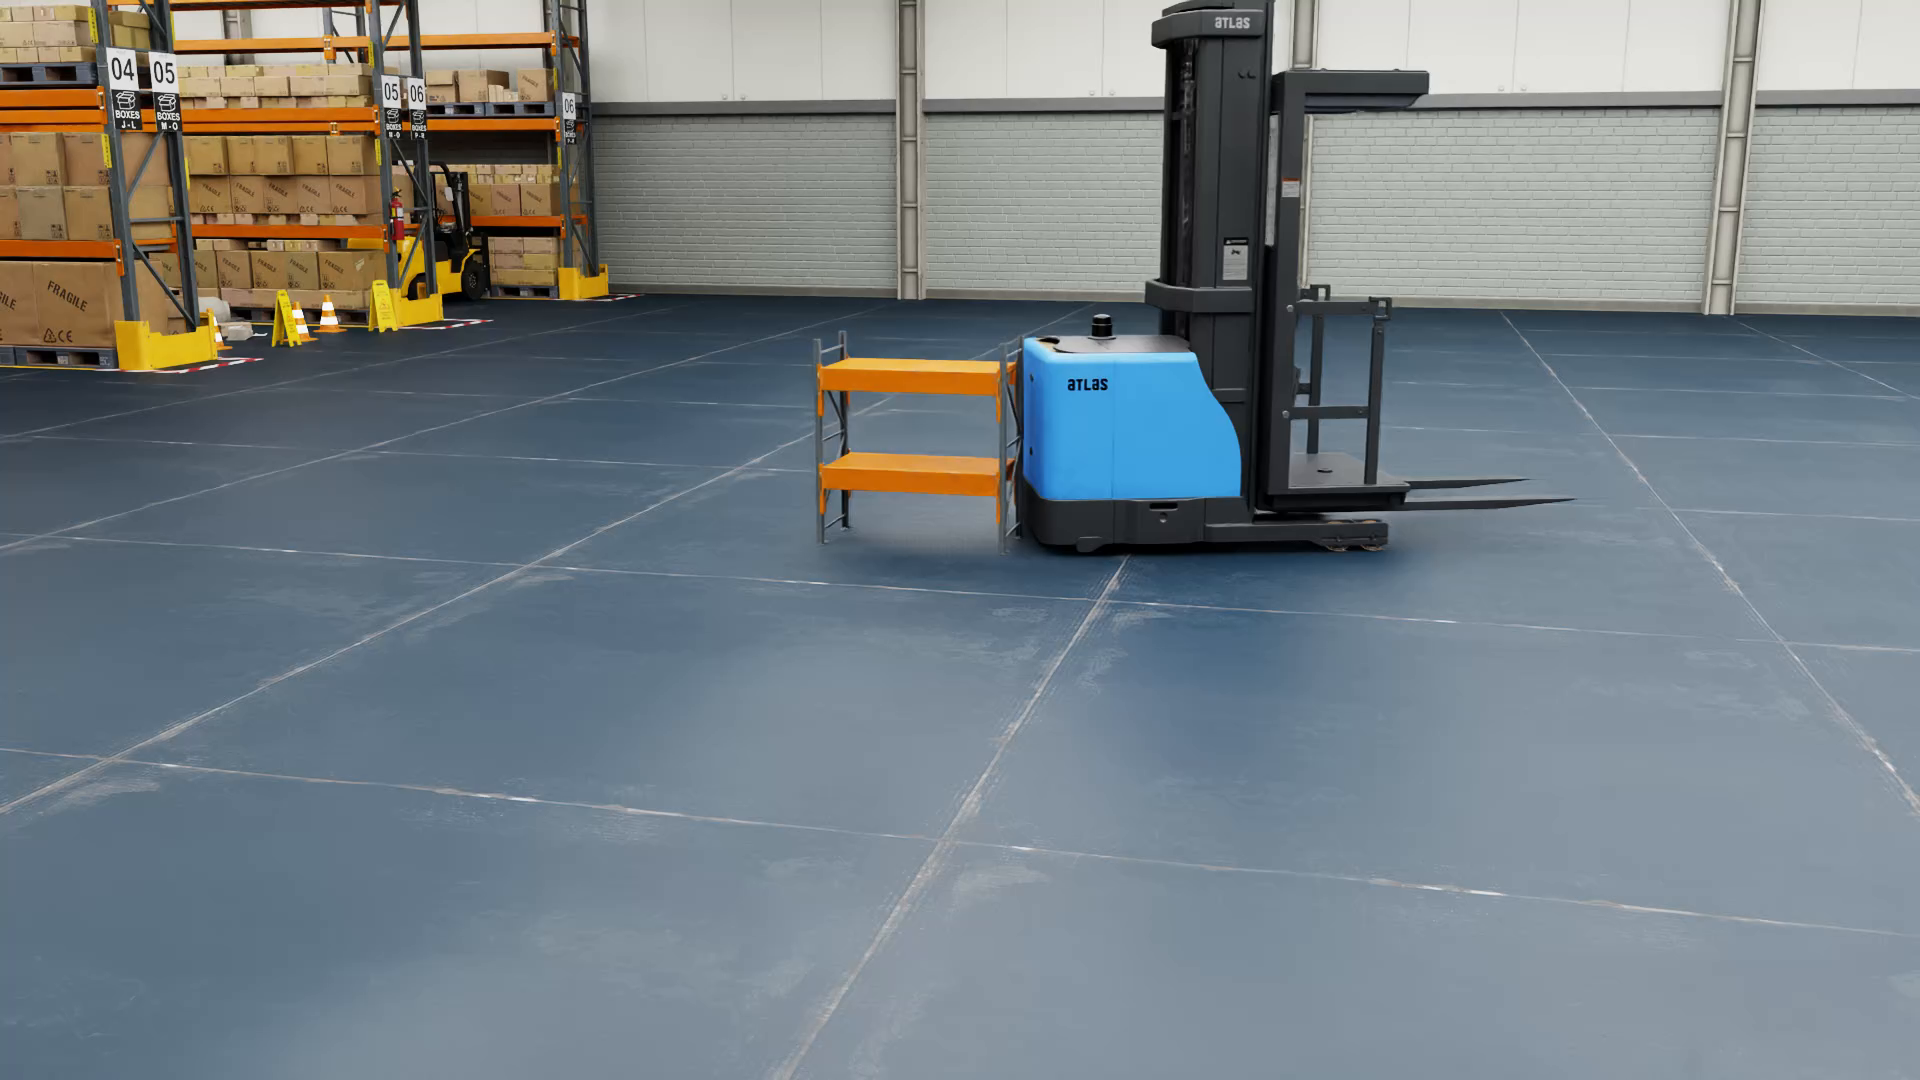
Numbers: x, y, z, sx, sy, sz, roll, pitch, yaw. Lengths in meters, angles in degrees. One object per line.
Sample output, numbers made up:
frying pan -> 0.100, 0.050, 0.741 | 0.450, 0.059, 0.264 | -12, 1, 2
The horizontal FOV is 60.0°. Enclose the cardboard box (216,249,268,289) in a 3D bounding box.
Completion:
cardboard box -> -9.674, -3.677, 22.527 | 0.500, 0.500, 0.500 | 4, 13, 16

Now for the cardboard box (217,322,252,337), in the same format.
cardboard box -> -9.080, -2.632, 20.752 | 0.250, 0.149, 0.380 | 12, 17, 43

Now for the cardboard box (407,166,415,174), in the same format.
cardboard box -> -8.774, -6.015, 27.004 | 0.250, 0.149, 0.380 | 3, 13, 13

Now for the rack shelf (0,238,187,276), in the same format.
rack shelf -> -10.353, -3.087, 17.882 | 4.000, 0.370, 1.077 | 3, 13, 14

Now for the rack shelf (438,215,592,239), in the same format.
rack shelf -> -8.080, -5.177, 27.303 | 4.000, 0.370, 1.077 | 3, 13, 14

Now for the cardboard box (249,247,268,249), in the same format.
cardboard box -> -9.579, -3.790, 23.038 | 0.500, 0.500, 0.500 | 4, 13, 17

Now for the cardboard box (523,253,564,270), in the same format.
cardboard box -> -6.686, -4.490, 26.773 | 0.500, 0.250, 0.500 | 3, 13, 13

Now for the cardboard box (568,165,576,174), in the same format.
cardboard box -> -6.413, -5.997, 26.925 | 0.250, 0.149, 0.380 | 3, 13, 12

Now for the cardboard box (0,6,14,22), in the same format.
cardboard box -> -9.563, -5.305, 16.832 | 0.250, 0.149, 0.380 | 3, 13, 14

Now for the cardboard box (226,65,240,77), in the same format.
cardboard box -> -9.451, -6.171, 21.935 | 0.250, 0.149, 0.380 | 3, 13, 15

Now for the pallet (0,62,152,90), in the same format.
pallet -> -9.134, -4.791, 17.184 | 1.213, 0.211, 1.003 | 3, 13, 14

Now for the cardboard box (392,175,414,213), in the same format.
cardboard box -> -7.717, -4.657, 22.382 | 0.500, 0.500, 0.500 | 3, 13, 13

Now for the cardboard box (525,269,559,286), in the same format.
cardboard box -> -6.670, -4.245, 26.820 | 0.500, 0.250, 0.500 | 3, 13, 14

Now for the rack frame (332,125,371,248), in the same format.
rack frame -> -10.022, -5.632, 27.693 | 0.127, 3.000, 1.000 | 3, 13, 14

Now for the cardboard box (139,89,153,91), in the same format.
cardboard box -> -10.846, -6.044, 22.284 | 0.500, 0.250, 0.500 | 3, 13, 12

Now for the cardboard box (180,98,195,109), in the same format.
cardboard box -> -10.222, -5.825, 22.220 | 0.250, 0.149, 0.380 | 3, 13, 15

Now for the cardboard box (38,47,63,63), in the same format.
cardboard box -> -9.060, -4.889, 16.798 | 0.250, 0.149, 0.380 | 3, 13, 14

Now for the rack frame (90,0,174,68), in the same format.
rack frame -> -8.412, -6.263, 16.686 | 0.127, 3.000, 1.000 | 3, 13, 14

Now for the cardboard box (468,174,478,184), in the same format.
cardboard box -> -7.793, -5.810, 26.768 | 0.250, 0.149, 0.380 | 3, 13, 14

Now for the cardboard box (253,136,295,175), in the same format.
cardboard box -> -8.881, -5.076, 21.960 | 0.500, 0.500, 0.700 | 3, 13, 13

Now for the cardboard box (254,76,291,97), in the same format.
cardboard box -> -8.878, -5.939, 21.810 | 0.500, 0.250, 0.500 | 3, 13, 15

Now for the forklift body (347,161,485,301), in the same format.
forklift body -> -8.416, -4.725, 25.563 | 1.214, 2.155, 2.313 | 3, 13, 14

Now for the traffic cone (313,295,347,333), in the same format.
traffic cone -> -8.050, -2.893, 21.204 | 0.334, 0.463, 0.336 | 3, 13, 14

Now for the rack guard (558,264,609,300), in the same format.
rack guard -> -6.115, -4.203, 27.022 | 0.348, 0.500, 1.175 | 3, 13, 14

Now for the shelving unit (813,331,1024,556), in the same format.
shelving unit -> -0.216, -0.544, 9.088 | 1.048, 1.125, 0.538 | 3, 13, 13

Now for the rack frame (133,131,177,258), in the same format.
rack frame -> -11.207, -4.588, 22.987 | 0.127, 3.000, 1.000 | 3, 13, 14

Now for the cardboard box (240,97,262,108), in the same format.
cardboard box -> -9.239, -5.752, 21.889 | 0.250, 0.149, 0.380 | 3, 13, 13

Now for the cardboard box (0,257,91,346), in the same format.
cardboard box -> -9.941, -2.568, 17.820 | 0.875, 0.875, 0.875 | 3, 13, 13

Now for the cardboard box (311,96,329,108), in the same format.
cardboard box -> -8.237, -5.709, 21.694 | 0.250, 0.149, 0.380 | 3, 13, 15

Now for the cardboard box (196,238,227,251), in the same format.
cardboard box -> -10.093, -4.000, 22.489 | 0.250, 0.149, 0.380 | 4, 13, 16

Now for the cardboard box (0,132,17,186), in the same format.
cardboard box -> -9.830, -4.029, 17.627 | 0.550, 0.550, 0.875 | 3, 13, 14

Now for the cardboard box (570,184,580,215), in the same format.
cardboard box -> -6.553, -5.557, 27.125 | 0.500, 0.500, 0.500 | 3, 13, 15

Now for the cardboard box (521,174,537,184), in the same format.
cardboard box -> -6.797, -5.756, 26.523 | 0.250, 0.149, 0.380 | 3, 13, 14

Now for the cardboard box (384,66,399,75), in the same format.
cardboard box -> -7.620, -6.173, 21.944 | 0.250, 0.149, 0.380 | 3, 13, 13

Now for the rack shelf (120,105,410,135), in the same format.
rack shelf -> -9.266, -5.597, 22.272 | 4.000, 0.370, 1.077 | 3, 13, 14

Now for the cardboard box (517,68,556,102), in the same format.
cardboard box -> -6.626, -7.163, 26.237 | 0.500, 0.500, 0.500 | 3, 13, 15

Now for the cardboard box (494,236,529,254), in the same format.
cardboard box -> -7.157, -4.759, 26.827 | 0.500, 0.250, 0.500 | 3, 13, 15

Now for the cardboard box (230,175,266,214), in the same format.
cardboard box -> -9.374, -4.628, 22.252 | 0.500, 0.500, 0.500 | 3, 13, 14

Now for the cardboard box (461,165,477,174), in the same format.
cardboard box -> -7.800, -5.954, 26.731 | 0.250, 0.149, 0.380 | 3, 13, 15

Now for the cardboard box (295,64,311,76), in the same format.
cardboard box -> -8.450, -6.122, 21.714 | 0.250, 0.149, 0.380 | 3, 13, 14

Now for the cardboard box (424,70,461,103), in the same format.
cardboard box -> -8.156, -7.277, 26.744 | 0.637, 0.503, 0.797 | 3, 13, 15

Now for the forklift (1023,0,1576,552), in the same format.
forklift -> 1.884, -1.479, 9.135 | 3.031, 2.935, 1.130 | -1, 13, -6

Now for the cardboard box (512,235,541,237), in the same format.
cardboard box -> -7.045, -4.865, 27.306 | 0.500, 0.250, 0.500 | 3, 13, 14

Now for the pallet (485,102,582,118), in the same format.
pallet -> -6.818, -6.888, 26.632 | 1.213, 0.211, 1.003 | 3, 13, 14

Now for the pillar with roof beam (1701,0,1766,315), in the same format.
pillar with roof beam -> 9.846, -6.739, 18.834 | 0.400, 9.000, 9.100 | 3, 13, 14

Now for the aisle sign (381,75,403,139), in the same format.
aisle sign -> -7.333, -5.585, 21.480 | 0.004, 0.787, 0.394 | 3, 13, 14

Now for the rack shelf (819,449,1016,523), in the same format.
rack shelf -> -0.216, -0.305, 9.141 | 1.000, 0.278, 0.538 | 3, 13, 13

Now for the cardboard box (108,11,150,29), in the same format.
cardboard box -> -8.659, -5.403, 17.275 | 0.250, 0.149, 0.380 | 3, 13, 14

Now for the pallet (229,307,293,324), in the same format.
pallet -> -9.359, -3.136, 22.882 | 1.213, 0.211, 1.003 | 3, 13, 14

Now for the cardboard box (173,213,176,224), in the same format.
cardboard box -> -10.455, -4.372, 22.593 | 0.250, 0.149, 0.380 | 3, 13, 13

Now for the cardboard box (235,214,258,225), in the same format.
cardboard box -> -9.487, -4.306, 22.296 | 0.250, 0.149, 0.380 | 3, 13, 13

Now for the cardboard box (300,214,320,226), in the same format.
cardboard box -> -8.512, -4.247, 22.029 | 0.250, 0.149, 0.380 | 3, 13, 15

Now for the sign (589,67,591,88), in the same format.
sign -> -5.999, -7.470, 26.853 | 0.005, 0.325, 0.100 | 3, 13, 14

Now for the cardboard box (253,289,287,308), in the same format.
cardboard box -> -9.184, -3.283, 22.484 | 0.500, 0.250, 0.500 | 3, 13, 12
